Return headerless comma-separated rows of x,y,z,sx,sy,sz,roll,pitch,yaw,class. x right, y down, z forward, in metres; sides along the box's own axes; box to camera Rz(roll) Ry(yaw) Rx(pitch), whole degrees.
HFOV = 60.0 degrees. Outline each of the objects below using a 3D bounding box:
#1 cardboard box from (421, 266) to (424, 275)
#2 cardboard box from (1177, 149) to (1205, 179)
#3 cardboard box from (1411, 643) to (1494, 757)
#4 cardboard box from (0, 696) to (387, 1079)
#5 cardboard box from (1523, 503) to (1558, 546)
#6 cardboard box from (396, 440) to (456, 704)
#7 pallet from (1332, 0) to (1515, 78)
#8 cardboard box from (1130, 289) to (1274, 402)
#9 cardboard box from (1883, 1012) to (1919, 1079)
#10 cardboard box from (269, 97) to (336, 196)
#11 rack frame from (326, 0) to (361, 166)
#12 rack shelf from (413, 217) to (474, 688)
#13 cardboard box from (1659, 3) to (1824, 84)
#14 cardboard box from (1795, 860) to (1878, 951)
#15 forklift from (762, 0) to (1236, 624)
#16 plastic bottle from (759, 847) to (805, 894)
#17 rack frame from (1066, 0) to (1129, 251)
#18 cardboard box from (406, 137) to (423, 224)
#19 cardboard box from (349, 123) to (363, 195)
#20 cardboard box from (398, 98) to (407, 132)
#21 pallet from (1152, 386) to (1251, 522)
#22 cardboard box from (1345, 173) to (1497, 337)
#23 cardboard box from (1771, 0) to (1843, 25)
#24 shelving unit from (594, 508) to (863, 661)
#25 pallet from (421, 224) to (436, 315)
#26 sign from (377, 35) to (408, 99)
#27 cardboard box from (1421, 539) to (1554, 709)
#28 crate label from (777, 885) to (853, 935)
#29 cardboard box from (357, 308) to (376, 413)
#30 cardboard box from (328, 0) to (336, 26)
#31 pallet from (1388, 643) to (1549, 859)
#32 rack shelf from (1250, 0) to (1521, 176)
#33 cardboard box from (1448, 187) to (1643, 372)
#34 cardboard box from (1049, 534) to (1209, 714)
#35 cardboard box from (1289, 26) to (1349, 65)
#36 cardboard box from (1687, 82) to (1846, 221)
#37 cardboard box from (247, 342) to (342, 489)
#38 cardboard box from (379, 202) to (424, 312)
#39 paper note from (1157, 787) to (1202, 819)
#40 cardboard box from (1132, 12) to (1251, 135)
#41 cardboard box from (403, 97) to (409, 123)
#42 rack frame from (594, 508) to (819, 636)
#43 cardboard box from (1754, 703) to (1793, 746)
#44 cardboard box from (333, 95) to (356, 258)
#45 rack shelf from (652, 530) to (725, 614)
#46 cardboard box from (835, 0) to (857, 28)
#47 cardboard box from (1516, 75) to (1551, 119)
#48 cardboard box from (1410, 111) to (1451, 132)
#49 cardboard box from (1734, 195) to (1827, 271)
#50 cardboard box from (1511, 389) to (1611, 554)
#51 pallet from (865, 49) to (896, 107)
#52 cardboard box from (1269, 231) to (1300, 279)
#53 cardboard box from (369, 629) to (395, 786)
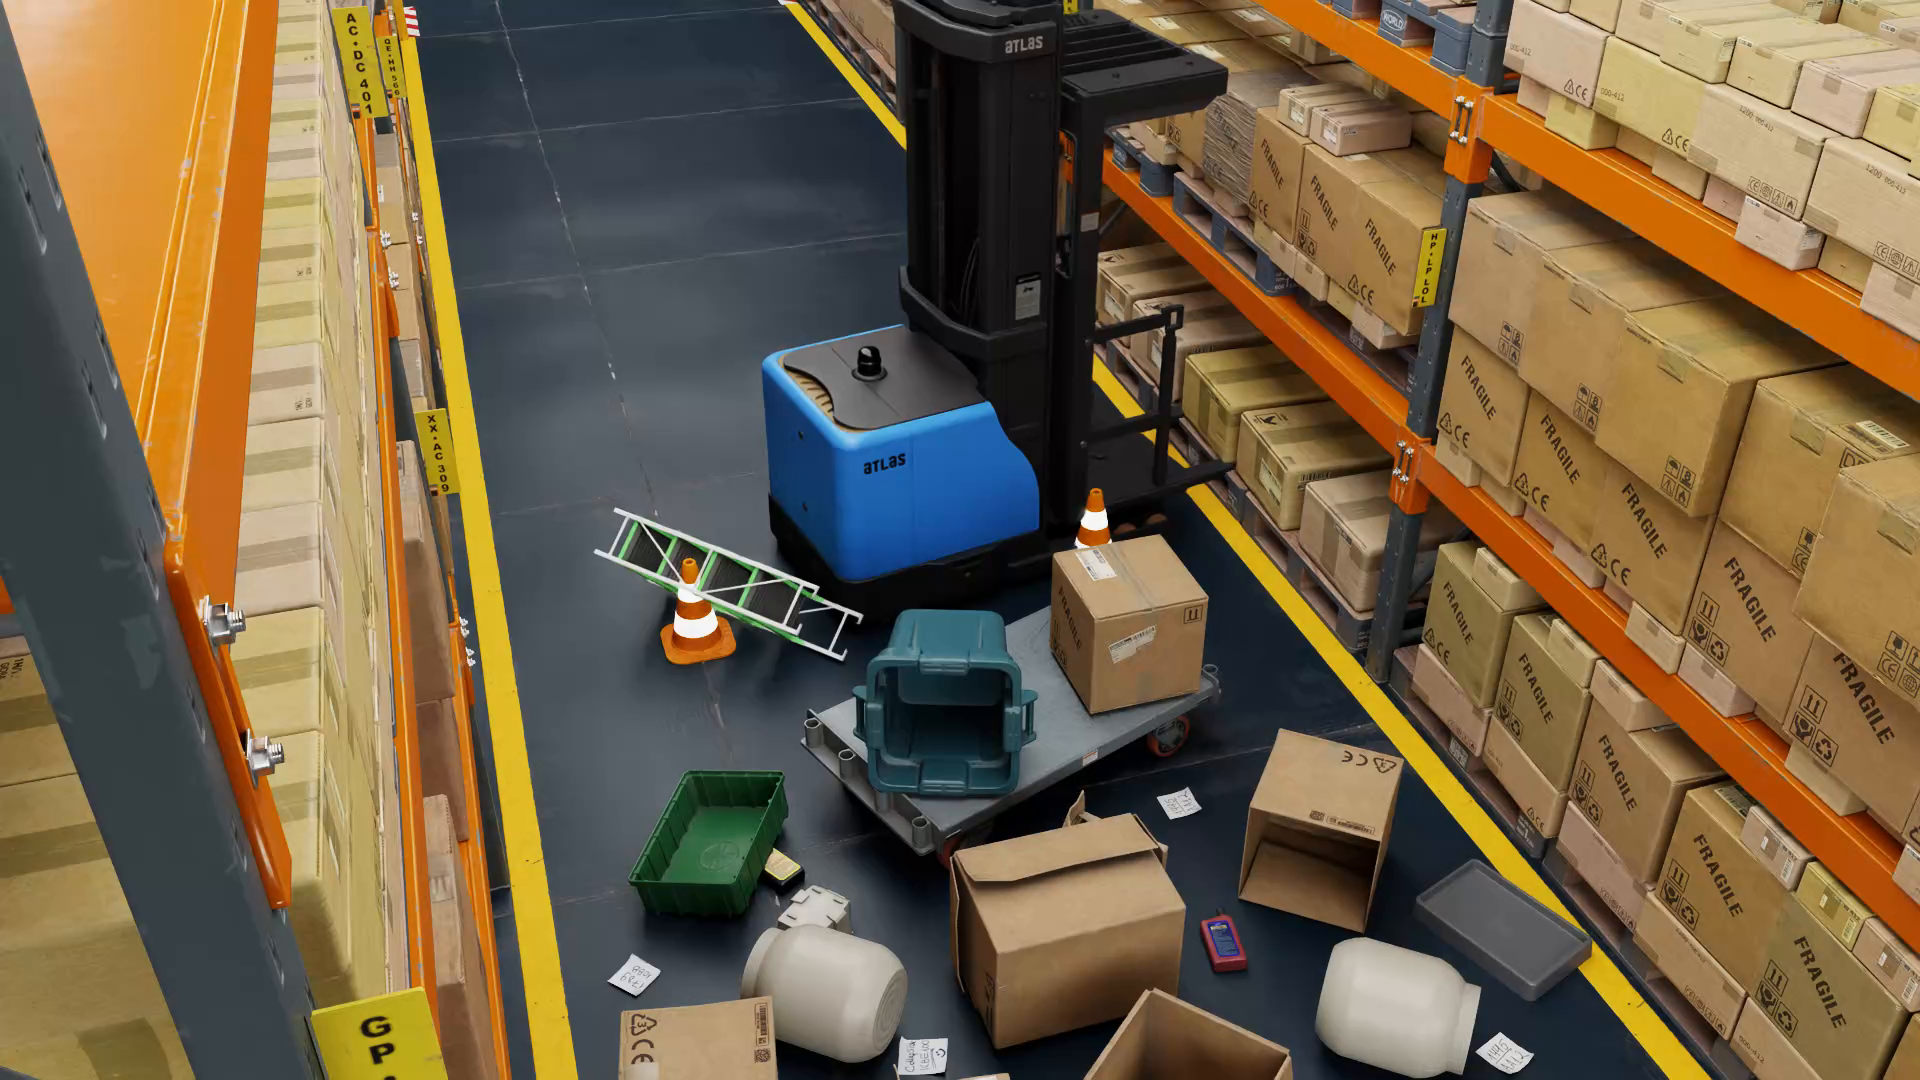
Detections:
-3.490,-1.754,9.890,0.500,0.250,0.500,-12,35,-17,cardboard box
1.401,-2.093,9.044,0.380,0.149,0.250,-8,34,-12,cardboard box
2.316,0.636,7.180,0.500,0.250,0.500,-12,35,-17,cardboard box
-0.973,0.468,1.995,0.500,0.250,0.500,-10,35,-15,cardboard box
2.420,-0.109,6.422,0.380,0.149,0.250,-10,35,-15,cardboard box
-1.932,0.150,4.687,0.875,0.550,0.550,-10,35,-15,cardboard box
2.306,-2.206,6.818,1.213,0.211,1.003,-10,35,-15,pallet
1.568,-1.186,9.826,0.950,0.372,0.625,-11,35,-16,cardboard box
3.120,1.691,4.903,0.500,0.500,0.500,-10,35,-14,cardboard box
-1.565,-0.832,3.600,0.380,0.149,0.250,-10,35,-15,cardboard box
-2.290,-2.309,4.081,1.000,3.000,0.127,-10,35,-15,rack frame
-2.900,-0.556,7.523,1.077,0.370,4.000,-10,35,-15,rack shelf
2.412,-1.536,5.138,0.380,0.149,0.250,-10,35,-15,cardboard box
2.871,1.107,5.199,0.380,0.149,0.250,-9,35,-14,cardboard box
0.557,-1.382,8.184,3.031,2.935,1.130,-16,37,-23,forklift
-0.769,1.311,6.710,0.283,0.061,0.133,27,42,34,plastic bottle
1.173,-2.791,10.253,1.000,3.000,0.127,-10,35,-15,rack frame
-4.109,-2.523,11.733,0.500,0.500,0.500,-11,35,-16,cardboard box
-1.875,-1.032,4.626,0.380,0.149,0.250,-10,35,-15,cardboard box
-4.263,-3.103,11.931,0.500,0.250,0.500,-11,35,-16,cardboard box
1.778,-0.578,9.433,1.003,0.211,1.213,-10,35,-15,pallet
2.034,-1.236,7.159,0.500,0.500,0.500,-11,35,-16,cardboard box
2.844,-1.766,5.485,0.380,0.149,0.250,-9,35,-14,cardboard box
-1.102,0.209,7.914,1.200,0.503,0.258,20,81,26,shelving unit
-4.116,-1.792,11.271,1.003,0.211,1.213,-10,35,-15,pallet
-2.983,-2.484,8.738,0.100,0.325,0.005,-10,35,-15,sign
2.316,0.323,6.973,0.500,0.500,0.500,-8,34,-12,cardboard box
-0.560,1.470,6.401,0.250,0.136,0.298,19,38,26,crate label
-1.485,-0.363,3.614,0.380,0.149,0.250,-10,35,-15,cardboard box
-2.470,-1.949,6.014,0.380,0.149,0.250,-10,35,-15,cardboard box
2.632,0.819,7.319,1.003,0.211,1.213,-10,35,-15,pallet
1.783,-2.693,8.036,1.077,0.370,4.000,-10,35,-15,rack shelf
2.321,-1.007,6.285,0.700,0.500,0.500,-10,35,-15,cardboard box
0.707,0.351,7.079,0.500,0.500,0.500,-10,35,-15,cardboard box
1.941,-2.591,8.621,0.380,0.149,0.250,-12,35,-17,cardboard box
2.573,-1.193,4.980,0.500,0.250,0.500,-10,35,-14,cardboard box
-1.178,-0.165,2.590,0.380,0.149,0.250,-11,35,-16,cardboard box
-2.814,-1.232,7.802,0.500,0.500,0.500,-11,35,-16,cardboard box
0.930,1.113,7.038,0.148,0.019,0.142,-10,35,-15,paper note
1.255,-2.585,9.199,0.500,0.500,0.500,-8,34,-12,cardboard box
-4.536,-3.360,13.049,0.380,0.149,0.250,-8,34,-13,cardboard box
-1.188,0.137,7.697,1.200,0.015,0.240,20,81,26,rack frame
2.848,0.547,5.429,0.380,0.149,0.250,-10,35,-15,cardboard box
-1.742,-0.855,3.997,0.500,0.250,0.500,-10,35,-15,cardboard box
-1.251,0.156,7.991,0.148,0.480,0.258,20,81,26,rack shelf
-0.684,-5.289,15.976,0.875,0.438,0.875,-9,35,-13,cardboard box
2.253,-1.631,6.004,0.380,0.149,0.250,-11,35,-15,cardboard box
2.232,-1.851,8.090,0.500,0.500,0.500,-10,35,-15,cardboard box
2.564,-0.941,4.961,0.380,0.149,0.250,-11,35,-16,cardboard box
2.437,-0.320,6.152,0.500,0.500,0.500,-10,35,-15,cardboard box
-0.205,-4.140,14.824,1.003,0.211,1.213,-10,35,-15,pallet
1.716,-1.389,7.979,0.380,0.149,0.250,-10,35,-14,cardboard box
-1.102,0.299,2.613,0.380,0.149,0.250,-10,35,-14,cardboard box
